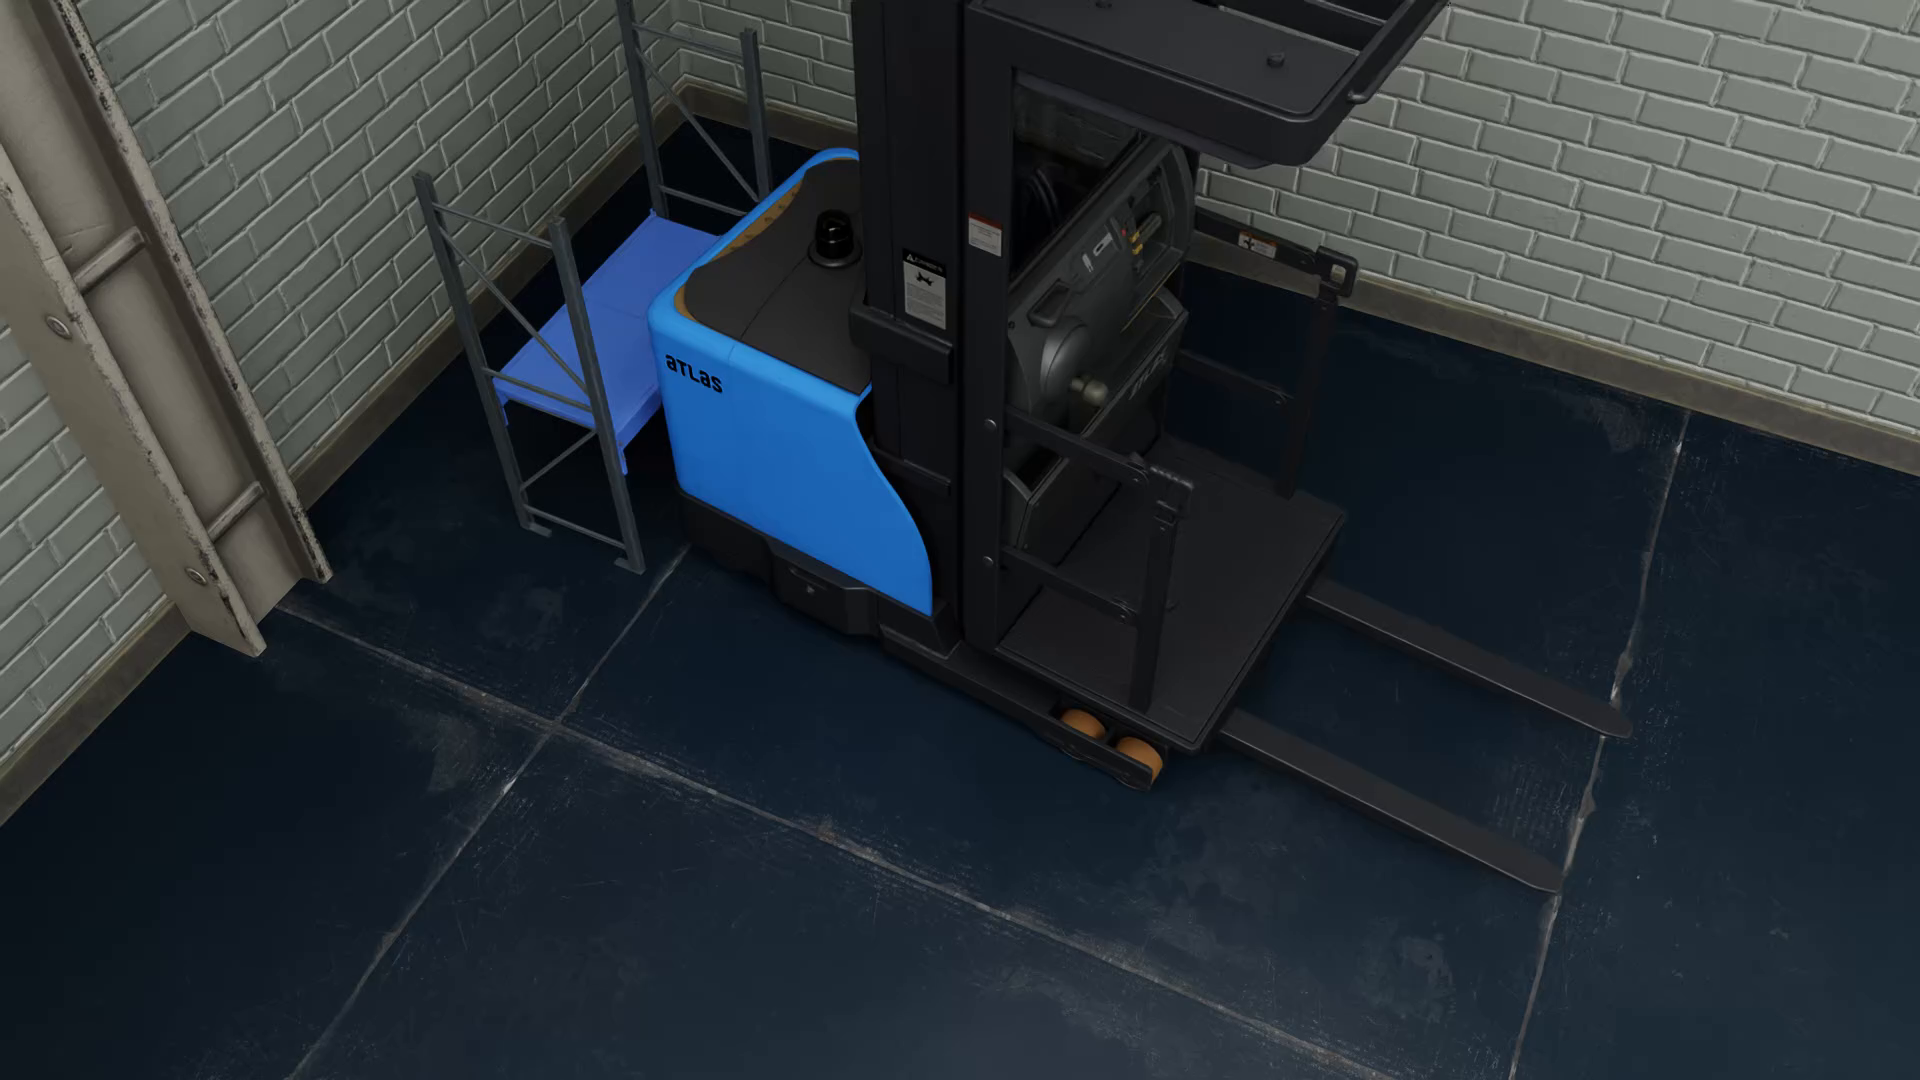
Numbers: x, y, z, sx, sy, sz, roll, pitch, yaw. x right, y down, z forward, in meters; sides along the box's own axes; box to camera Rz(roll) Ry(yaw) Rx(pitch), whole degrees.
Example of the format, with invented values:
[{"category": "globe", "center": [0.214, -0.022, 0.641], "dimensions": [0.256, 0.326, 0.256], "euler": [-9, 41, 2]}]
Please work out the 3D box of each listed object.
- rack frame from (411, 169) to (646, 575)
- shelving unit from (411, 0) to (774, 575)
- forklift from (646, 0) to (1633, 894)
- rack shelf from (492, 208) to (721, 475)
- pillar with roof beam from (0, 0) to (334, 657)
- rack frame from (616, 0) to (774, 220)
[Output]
[{"category": "rack frame", "center": [-1.301, -0.460, 5.156], "dimensions": [0.500, 1.500, 0.032], "euler": [20, 53, 17]}, {"category": "shelving unit", "center": [-1.078, -0.808, 5.451], "dimensions": [0.538, 1.500, 1.048], "euler": [20, 53, 17]}, {"category": "forklift", "center": [0.564, -0.655, 4.383], "dimensions": [3.031, 2.935, 1.130], "euler": [26, 54, 20]}, {"category": "rack shelf", "center": [-1.077, -0.691, 5.588], "dimensions": [0.538, 0.185, 1.000], "euler": [20, 53, 17]}, {"category": "pillar with roof beam", "center": [1.543, -1.318, 0.963], "dimensions": [9.100, 9.000, 0.400], "euler": [20, 52, 16]}, {"category": "rack frame", "center": [-0.855, -1.156, 5.747], "dimensions": [0.500, 1.500, 0.032], "euler": [20, 53, 17]}]
